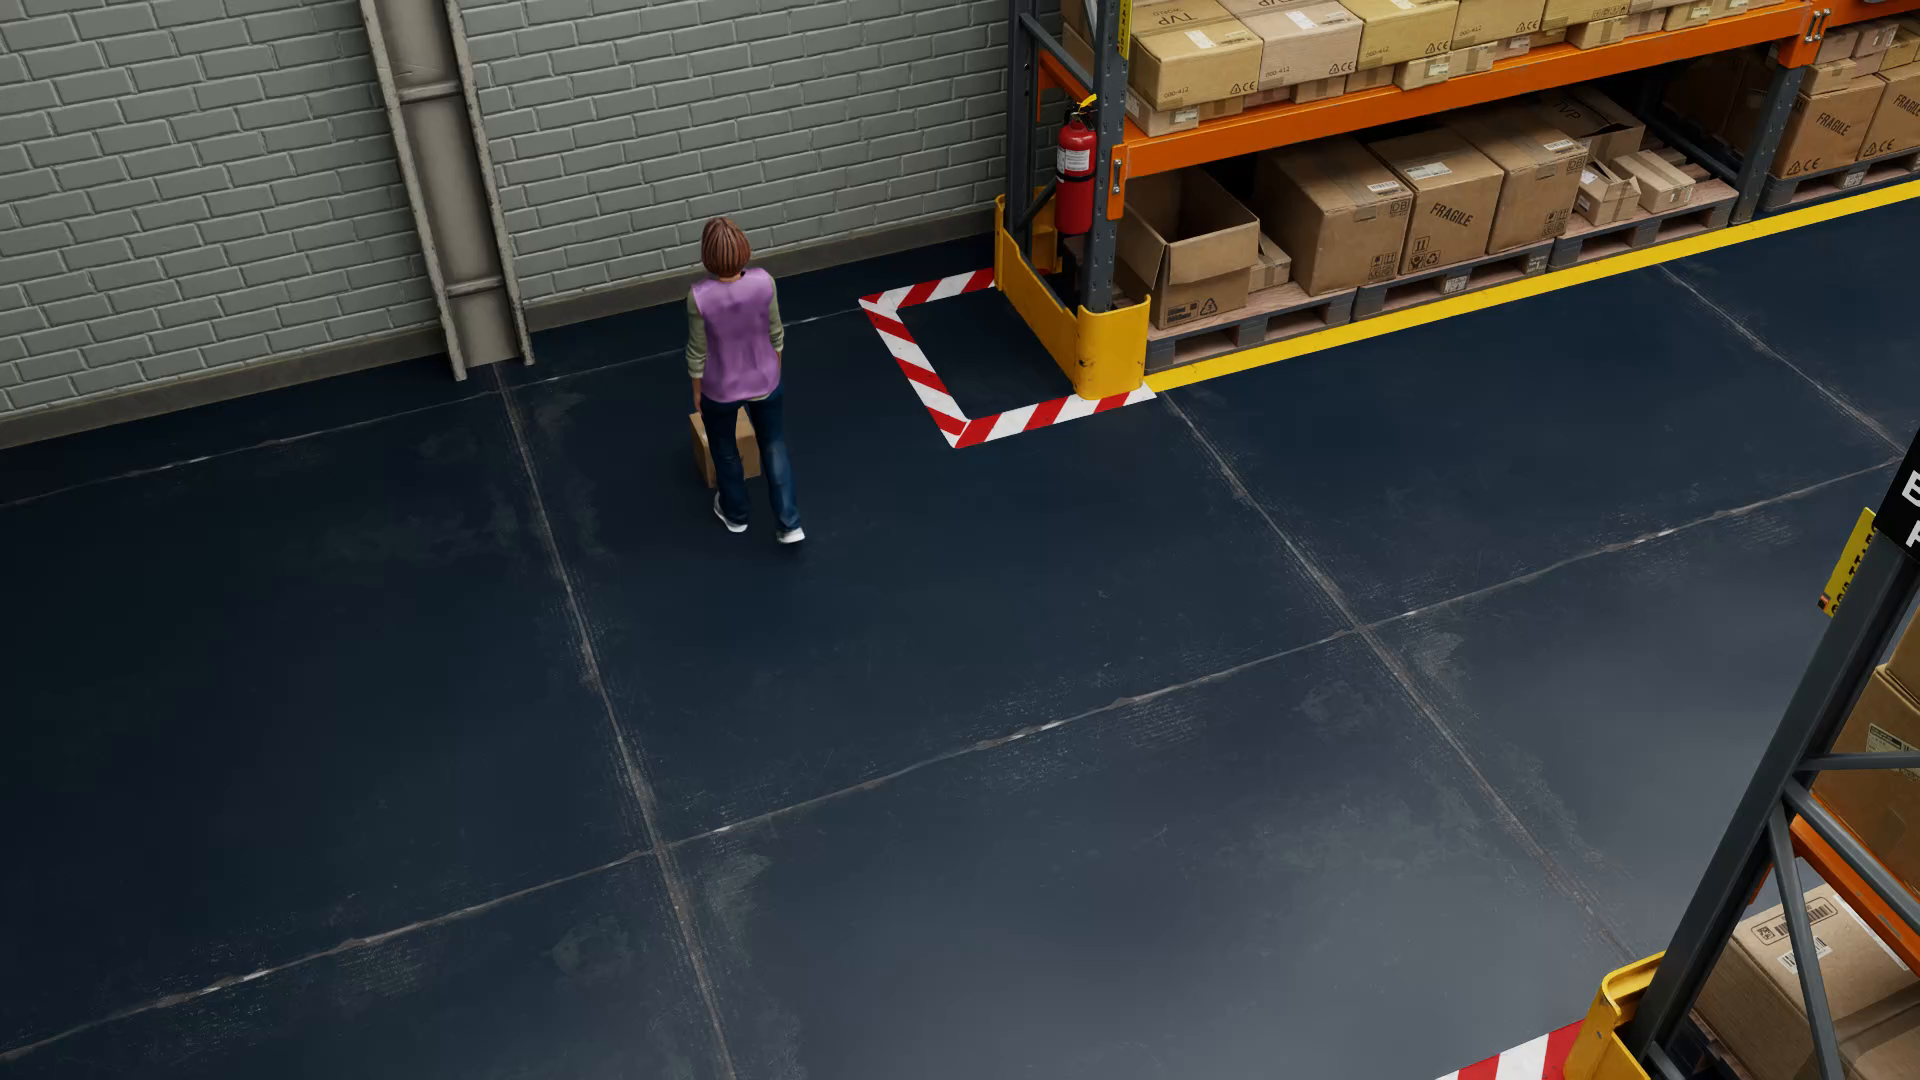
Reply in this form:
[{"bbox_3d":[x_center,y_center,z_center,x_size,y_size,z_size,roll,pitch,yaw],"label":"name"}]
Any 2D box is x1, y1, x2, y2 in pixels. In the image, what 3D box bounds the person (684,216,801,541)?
[{"bbox_3d":[-0.919,-0.617,6.889,0.407,1.651,0.382,-15,44,-15],"label":"person"}]
